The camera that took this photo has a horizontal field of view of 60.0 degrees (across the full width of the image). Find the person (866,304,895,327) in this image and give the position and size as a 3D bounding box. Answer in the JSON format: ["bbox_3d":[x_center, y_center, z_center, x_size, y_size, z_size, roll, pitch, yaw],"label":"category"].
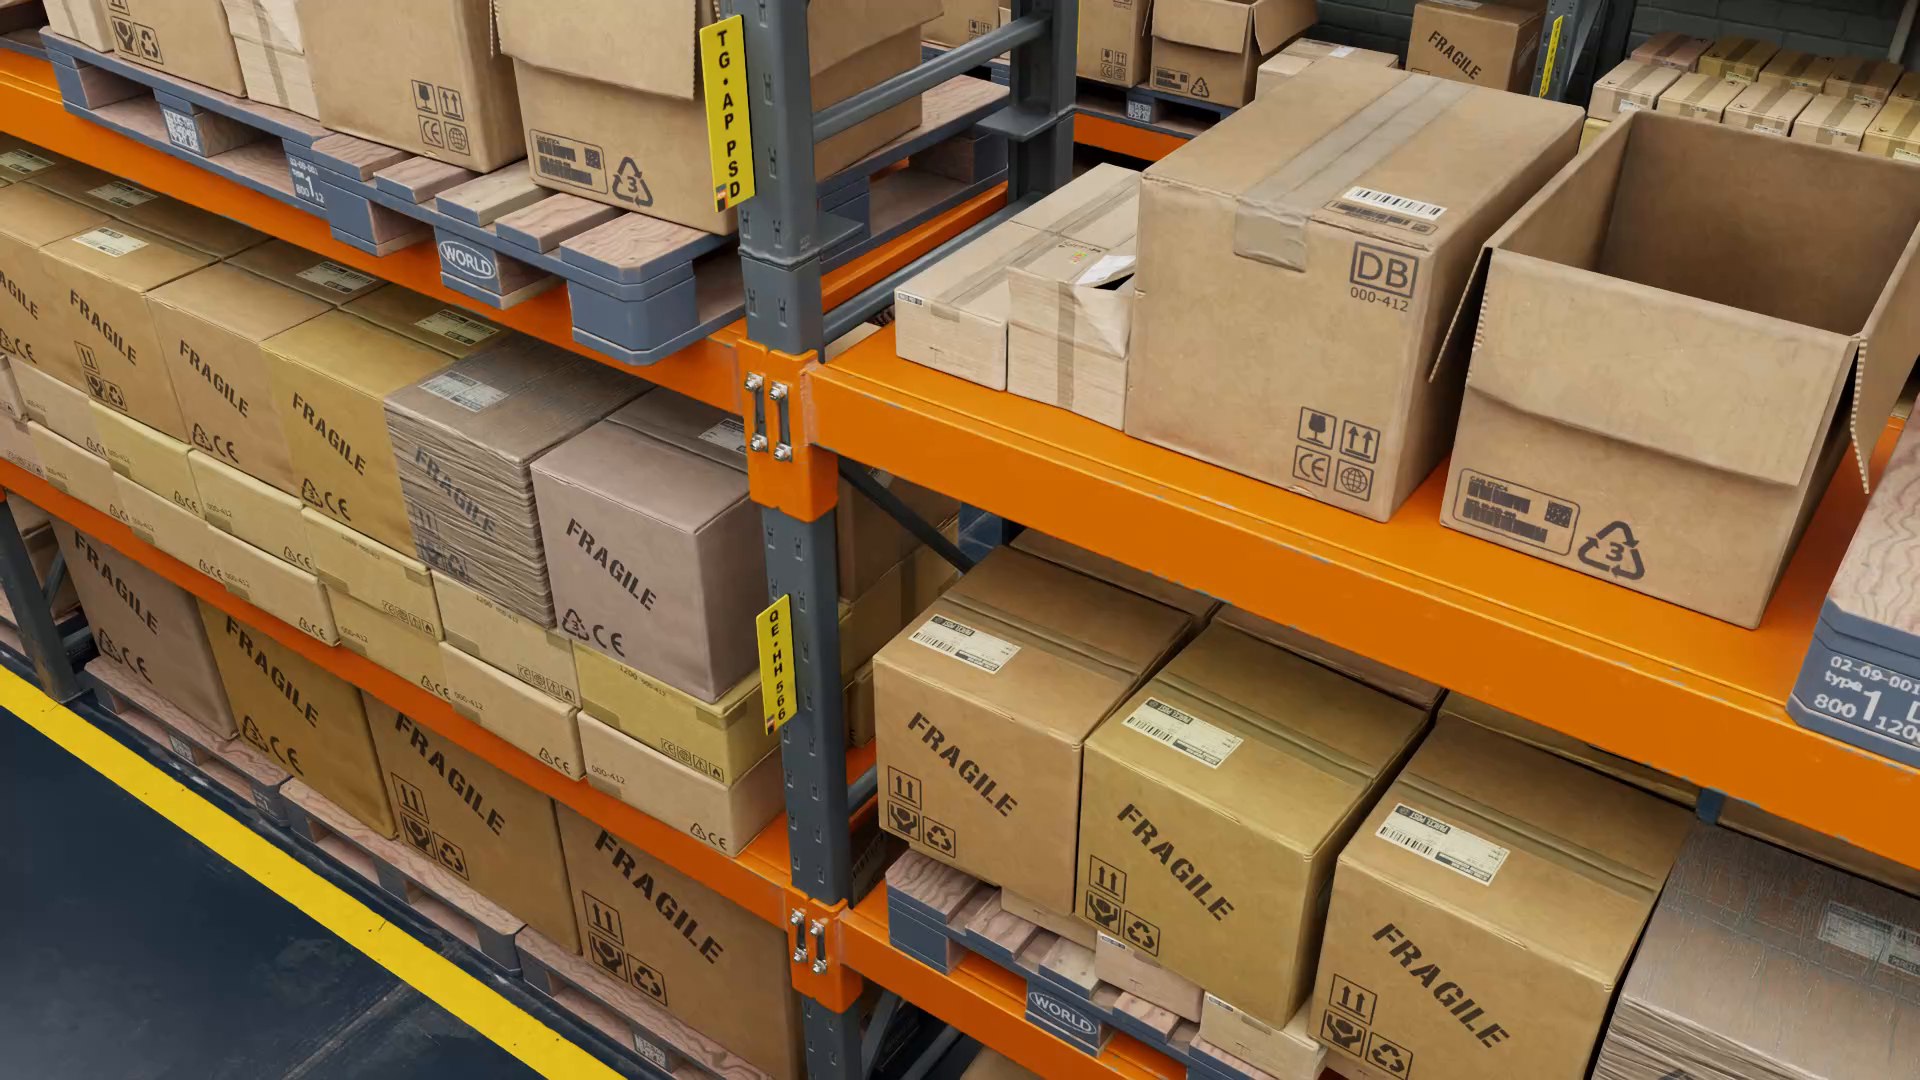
[{"bbox_3d":[-0.263,-0.148,6.358,0.600,1.669,0.527,13,37,18],"label":"person"}]
